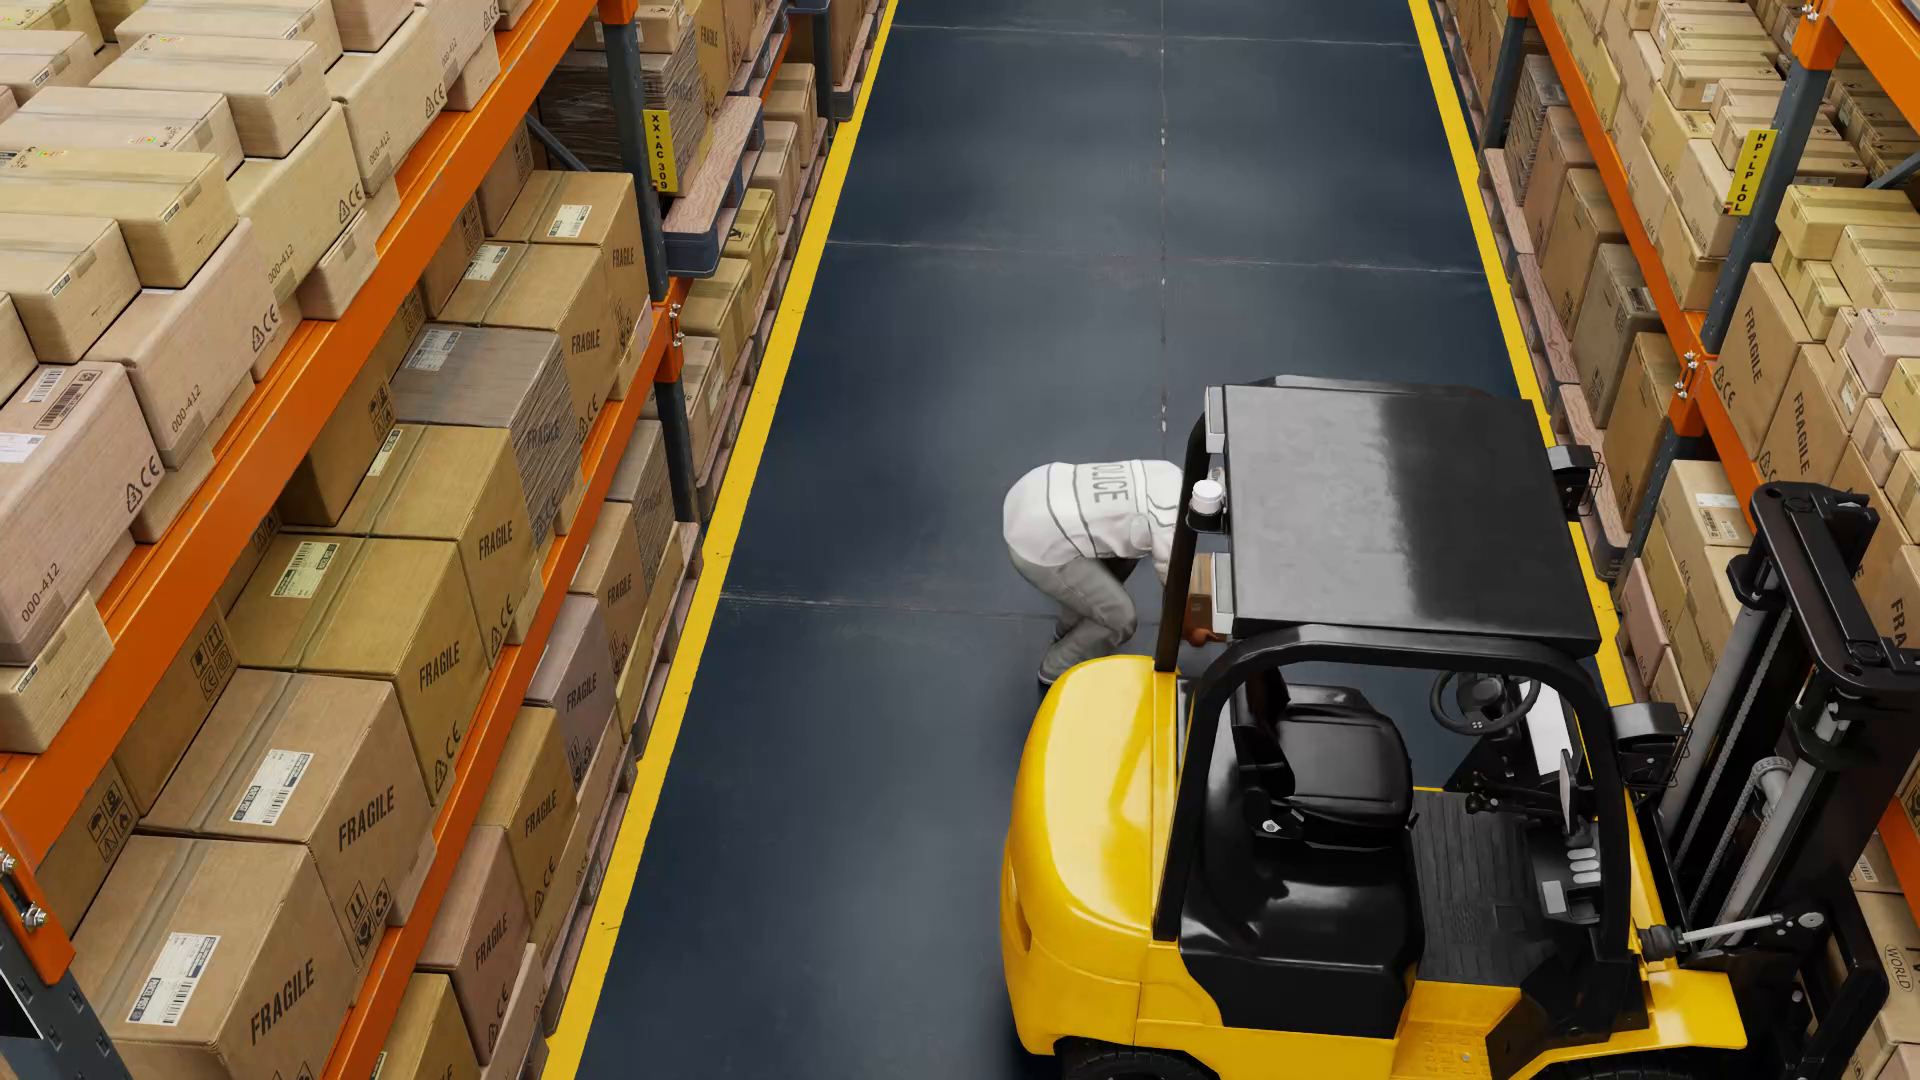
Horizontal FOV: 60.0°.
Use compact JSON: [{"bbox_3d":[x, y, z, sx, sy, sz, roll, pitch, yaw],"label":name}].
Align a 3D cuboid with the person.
[{"bbox_3d":[0.633,0.122,6.542,0.937,0.983,0.505,1,40,2],"label":"person"}]
